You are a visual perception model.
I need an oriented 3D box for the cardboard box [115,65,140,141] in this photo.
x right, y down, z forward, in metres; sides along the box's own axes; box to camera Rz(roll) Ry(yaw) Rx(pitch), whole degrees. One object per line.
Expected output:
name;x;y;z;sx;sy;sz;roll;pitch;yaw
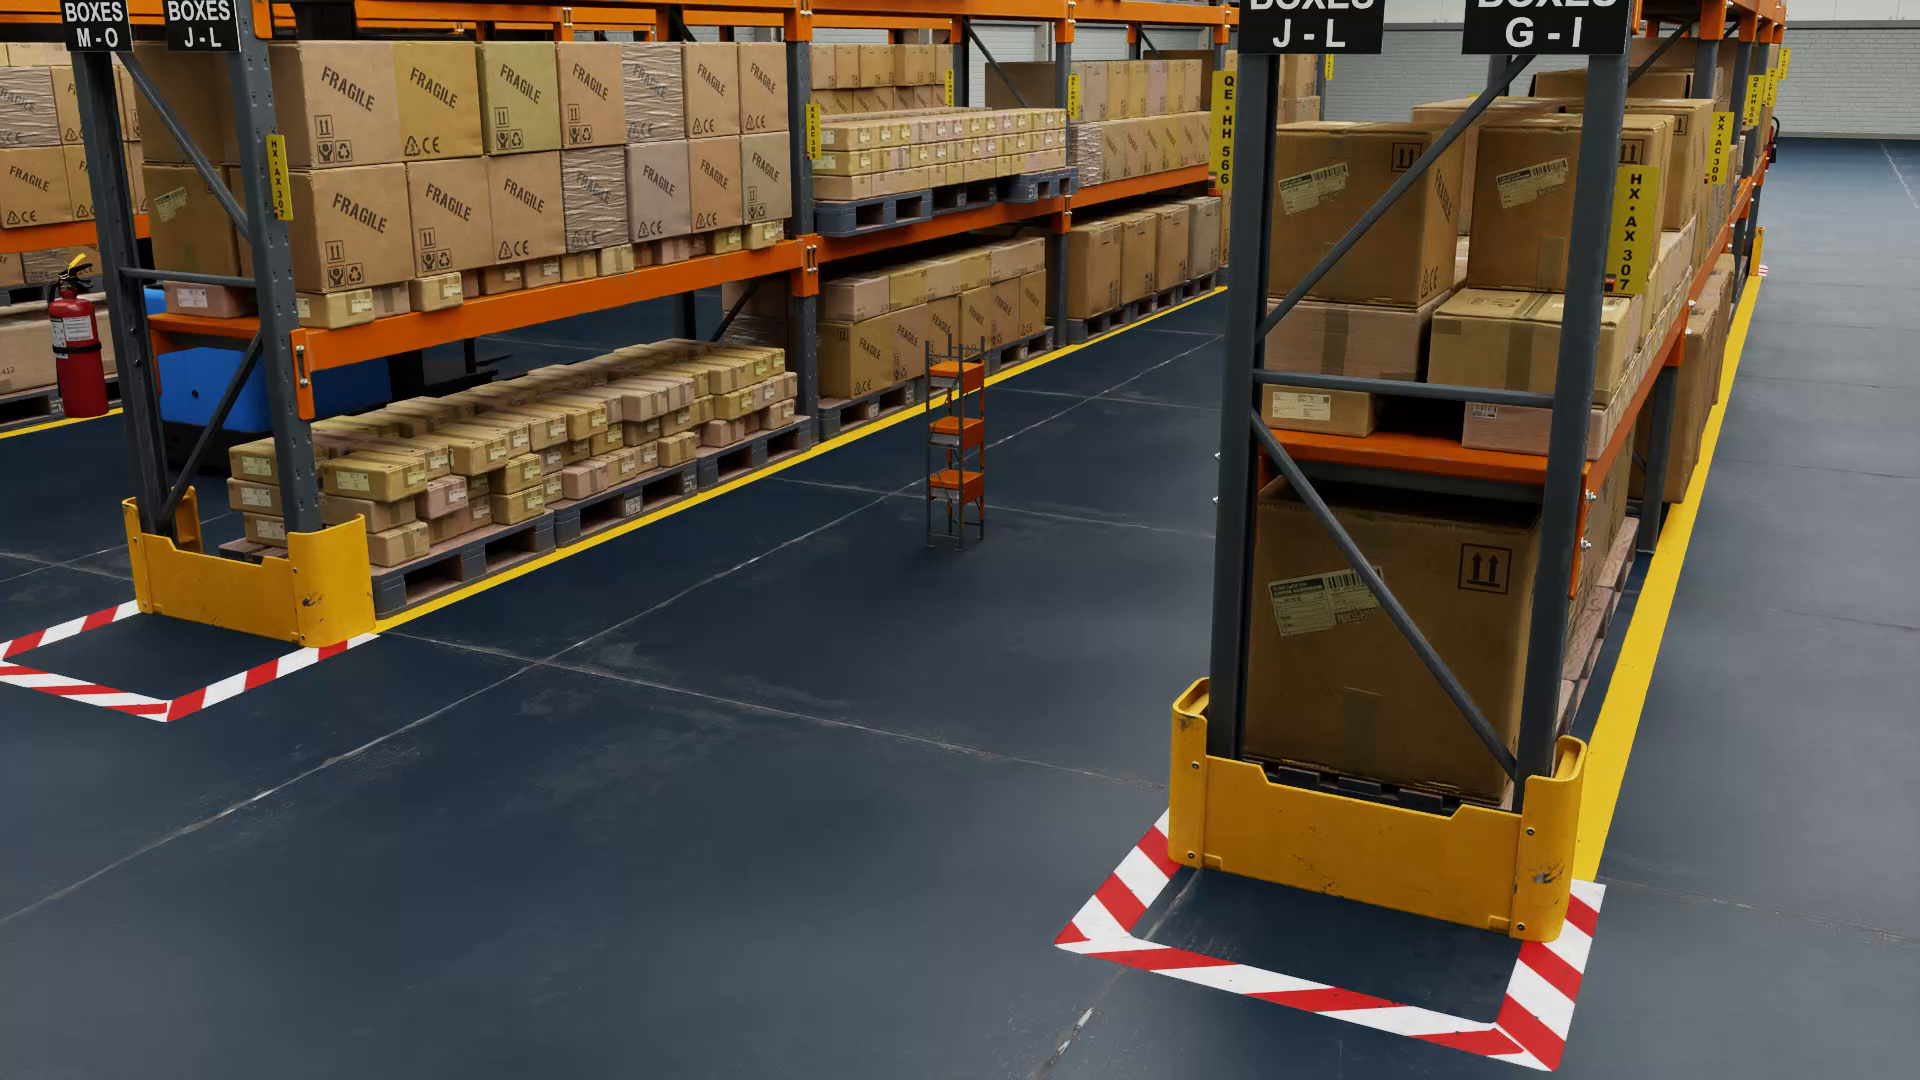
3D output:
cardboard box;-5.806;-3.069;11.658;0.500;0.500;0.500;8;18;25

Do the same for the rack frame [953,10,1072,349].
rack frame;0.419;-3.112;13.734;1.000;3.000;0.127;8;18;25

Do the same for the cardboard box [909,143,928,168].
cardboard box;-0.436;-2.557;11.046;0.380;0.149;0.250;7;18;23

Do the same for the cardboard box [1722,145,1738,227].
cardboard box;4.812;-2.346;10.979;0.500;0.500;0.500;9;19;27

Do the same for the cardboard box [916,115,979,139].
cardboard box;-0.087;-2.900;11.678;0.380;0.149;0.250;9;19;27

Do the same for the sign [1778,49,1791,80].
sign;8.873;-5.124;17.919;0.100;0.325;0.005;8;18;25

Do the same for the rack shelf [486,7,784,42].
rack shelf;-3.161;-5.319;17.158;1.077;0.370;4.000;8;18;25

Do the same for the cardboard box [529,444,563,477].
cardboard box;-2.244;-0.420;8.417;0.380;0.149;0.250;7;18;23

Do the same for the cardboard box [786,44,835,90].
cardboard box;-1.877;-5.489;19.284;0.700;0.500;0.500;8;18;25

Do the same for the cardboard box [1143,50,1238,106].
cardboard box;2.402;-4.810;17.291;0.875;0.550;0.550;8;18;25

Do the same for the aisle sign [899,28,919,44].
aisle sign;-0.730;-7.055;22.444;0.394;0.787;0.004;8;18;25

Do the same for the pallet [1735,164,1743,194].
pallet;5.659;-2.873;13.265;1.003;0.211;1.213;8;18;25

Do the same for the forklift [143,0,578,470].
forklift;-3.785;-2.161;10.653;1.130;2.935;3.031;8;19;26

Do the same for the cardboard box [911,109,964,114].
cardboard box;-0.192;-3.254;12.872;0.380;0.149;0.250;8;18;25

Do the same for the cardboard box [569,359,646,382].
cardboard box;-2.049;-0.949;9.676;0.380;0.149;0.250;8;18;24

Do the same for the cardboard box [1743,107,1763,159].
cardboard box;6.855;-3.772;15.256;0.875;0.500;0.500;8;18;25

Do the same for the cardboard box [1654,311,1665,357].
cardboard box;2.492;-0.805;6.406;0.380;0.149;0.250;8;19;26

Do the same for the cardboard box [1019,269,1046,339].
cardboard box;0.359;-1.914;13.354;0.500;0.500;0.500;8;18;25

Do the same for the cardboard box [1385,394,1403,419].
cardboard box;1.215;-0.496;5.368;0.380;0.149;0.250;8;18;26

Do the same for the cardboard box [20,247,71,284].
cardboard box;-9.173;-2.820;16.404;0.500;0.500;0.500;7;18;23

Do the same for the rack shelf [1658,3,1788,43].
rack shelf;7.492;-5.077;16.344;1.077;0.370;4.000;8;18;25

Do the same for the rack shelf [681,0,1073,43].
rack shelf;-0.475;-3.696;11.694;1.077;0.370;4.000;8;18;25

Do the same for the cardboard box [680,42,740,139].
cardboard box;-1.563;-2.477;9.140;0.500;0.500;0.500;7;18;24

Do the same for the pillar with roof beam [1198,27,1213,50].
pillar with roof beam;11.217;-16.291;47.570;9.100;9.000;0.400;8;18;25

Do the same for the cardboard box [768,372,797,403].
cardboard box;-1.225;-0.950;10.201;0.380;0.149;0.250;9;19;26

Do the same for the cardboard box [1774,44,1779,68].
cardboard box;8.143;-4.863;17.176;0.500;0.500;0.500;8;18;25

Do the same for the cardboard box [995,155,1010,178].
cardboard box;0.149;-2.749;12.214;0.380;0.149;0.250;7;18;23

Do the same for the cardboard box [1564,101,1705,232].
cardboard box;2.830;-1.588;7.028;0.500;0.500;0.500;8;18;26

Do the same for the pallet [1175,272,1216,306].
pallet;1.929;-2.588;16.868;1.003;0.211;1.213;8;18;25

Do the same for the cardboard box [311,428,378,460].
cardboard box;-2.982;-0.418;7.888;0.380;0.149;0.250;8;19;26

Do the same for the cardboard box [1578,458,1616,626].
cardboard box;2.255;-0.232;7.032;0.875;0.875;0.875;8;18;25

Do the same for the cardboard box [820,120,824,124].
cardboard box;-1.127;-2.721;11.074;0.380;0.149;0.250;7;18;24

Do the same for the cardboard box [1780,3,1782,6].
cardboard box;7.720;-5.318;16.157;0.500;0.250;0.500;8;18;24

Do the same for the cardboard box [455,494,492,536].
cardboard box;-2.487;-0.143;8.007;0.380;0.149;0.250;8;18;26

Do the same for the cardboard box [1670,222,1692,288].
cardboard box;2.832;-1.229;7.136;0.500;0.250;0.500;9;19;27

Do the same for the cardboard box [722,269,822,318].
cardboard box;-1.262;-1.678;11.240;0.500;0.250;0.500;8;18;24

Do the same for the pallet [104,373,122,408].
pallet;-6.252;-1.177;12.116;1.003;0.211;1.213;8;18;25

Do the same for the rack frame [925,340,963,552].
rack frame;-0.078;-0.459;8.224;0.200;1.050;0.008;8;18;25

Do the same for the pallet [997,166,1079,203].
pallet;0.196;-2.825;13.105;1.213;0.211;1.003;8;18;25

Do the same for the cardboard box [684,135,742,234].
cardboard box;-1.565;-1.993;9.267;0.500;0.500;0.500;8;18;24

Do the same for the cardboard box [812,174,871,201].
cardboard box;-0.781;-2.216;10.421;0.380;0.149;0.250;7;18;23

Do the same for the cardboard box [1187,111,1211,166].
cardboard box;2.212;-4.012;16.588;0.500;0.500;0.500;8;18;25

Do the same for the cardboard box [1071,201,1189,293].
cardboard box;1.575;-2.839;16.028;1.050;0.750;0.750;8;18;25

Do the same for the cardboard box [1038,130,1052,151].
cardboard box;0.488;-3.084;12.819;0.380;0.149;0.250;9;19;27

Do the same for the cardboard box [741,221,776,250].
cardboard box;-1.304;-1.791;9.727;0.380;0.149;0.250;8;18;24

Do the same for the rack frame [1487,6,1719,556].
rack frame;3.024;-1.437;8.093;1.000;3.000;0.127;8;18;25

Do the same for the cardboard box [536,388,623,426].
cardboard box;-2.021;-0.698;8.832;0.380;0.149;0.250;8;18;26

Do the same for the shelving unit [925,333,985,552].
shelving unit;-0.024;-0.490;8.329;0.215;1.050;0.252;8;18;25

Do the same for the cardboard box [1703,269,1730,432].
cardboard box;4.079;-1.239;10.422;1.225;0.875;0.875;8;18;26

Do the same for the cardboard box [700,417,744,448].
cardboard box;-1.490;-0.654;9.726;0.380;0.149;0.250;7;18;24

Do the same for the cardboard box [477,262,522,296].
cardboard box;-2.337;-1.276;7.994;0.380;0.149;0.250;8;18;25

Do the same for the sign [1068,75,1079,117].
sign;0.909;-3.563;13.356;0.100;0.325;0.005;8;18;25
